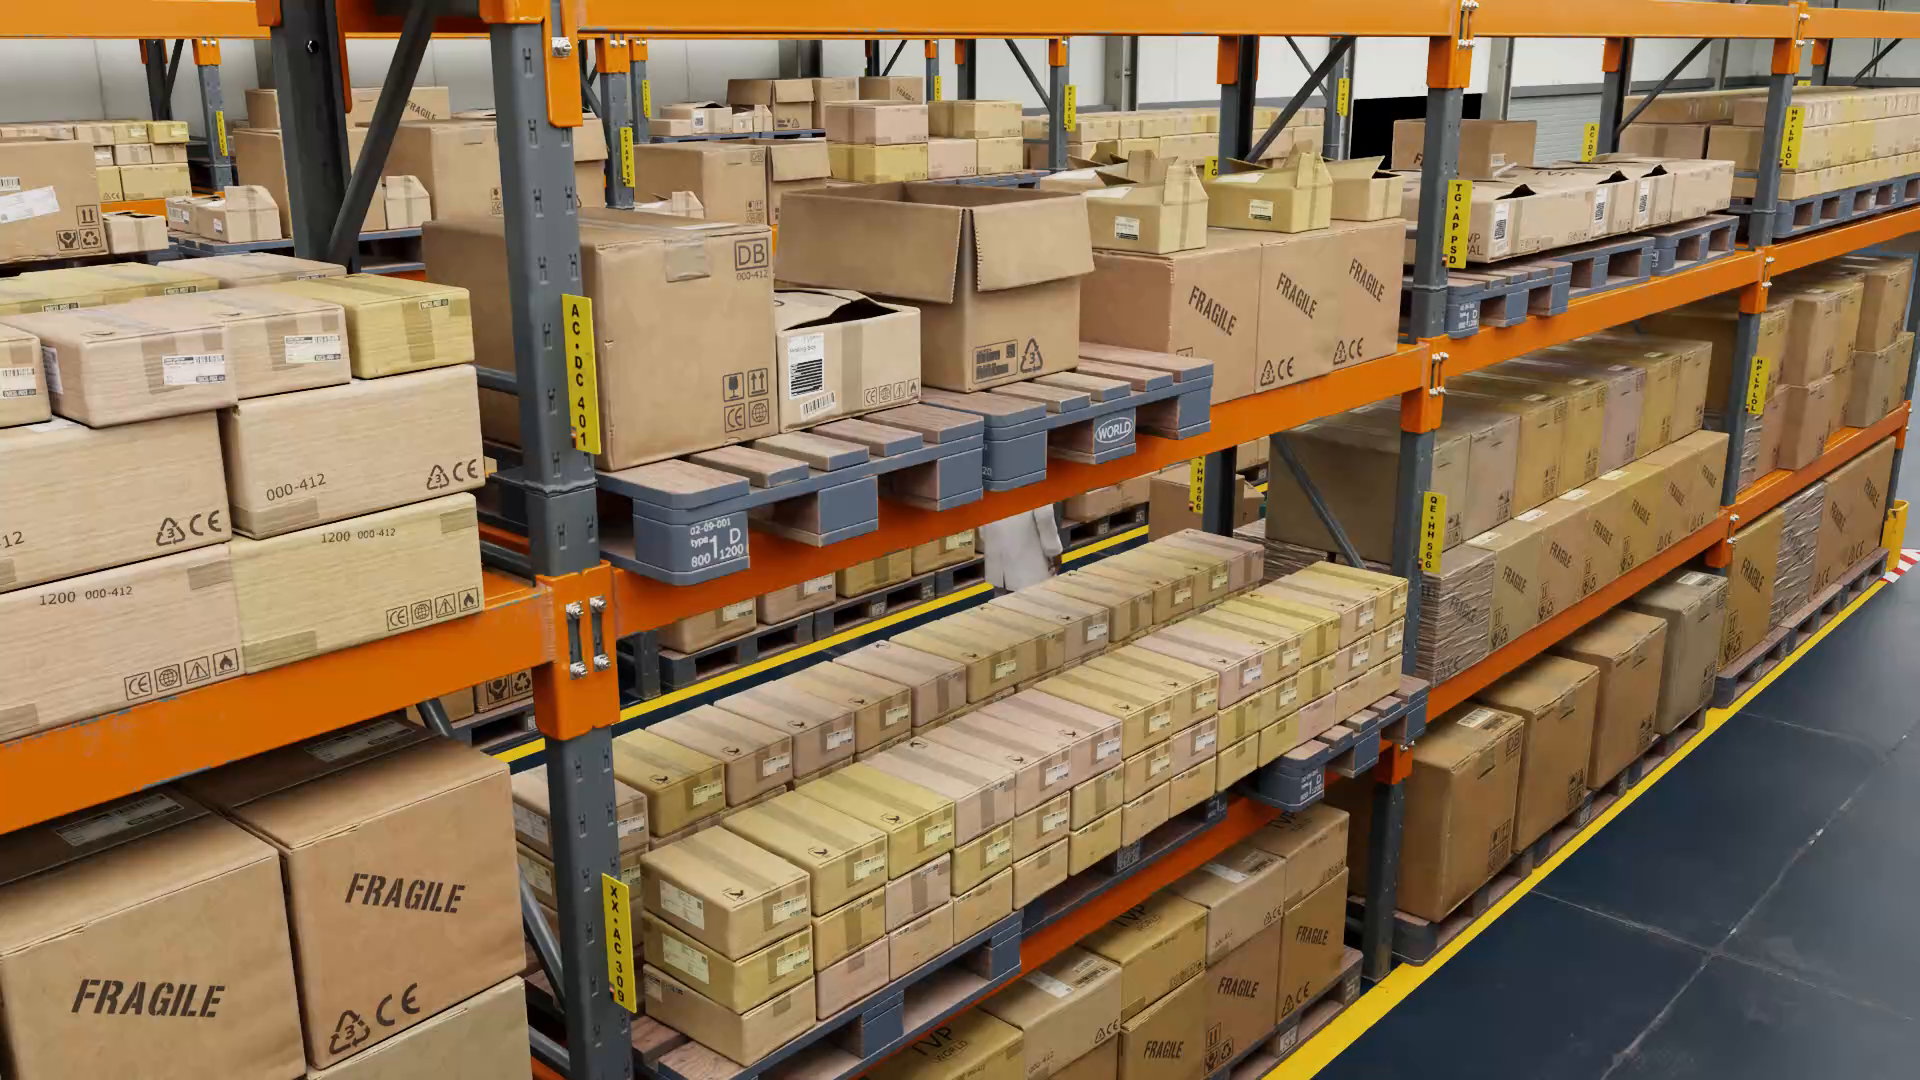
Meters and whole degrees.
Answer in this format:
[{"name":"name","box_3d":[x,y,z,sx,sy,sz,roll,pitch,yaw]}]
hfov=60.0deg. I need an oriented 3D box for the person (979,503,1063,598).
[{"name":"person","box_3d":[0.369,0.045,10.415,0.643,1.774,0.423,15,22,40]}]
